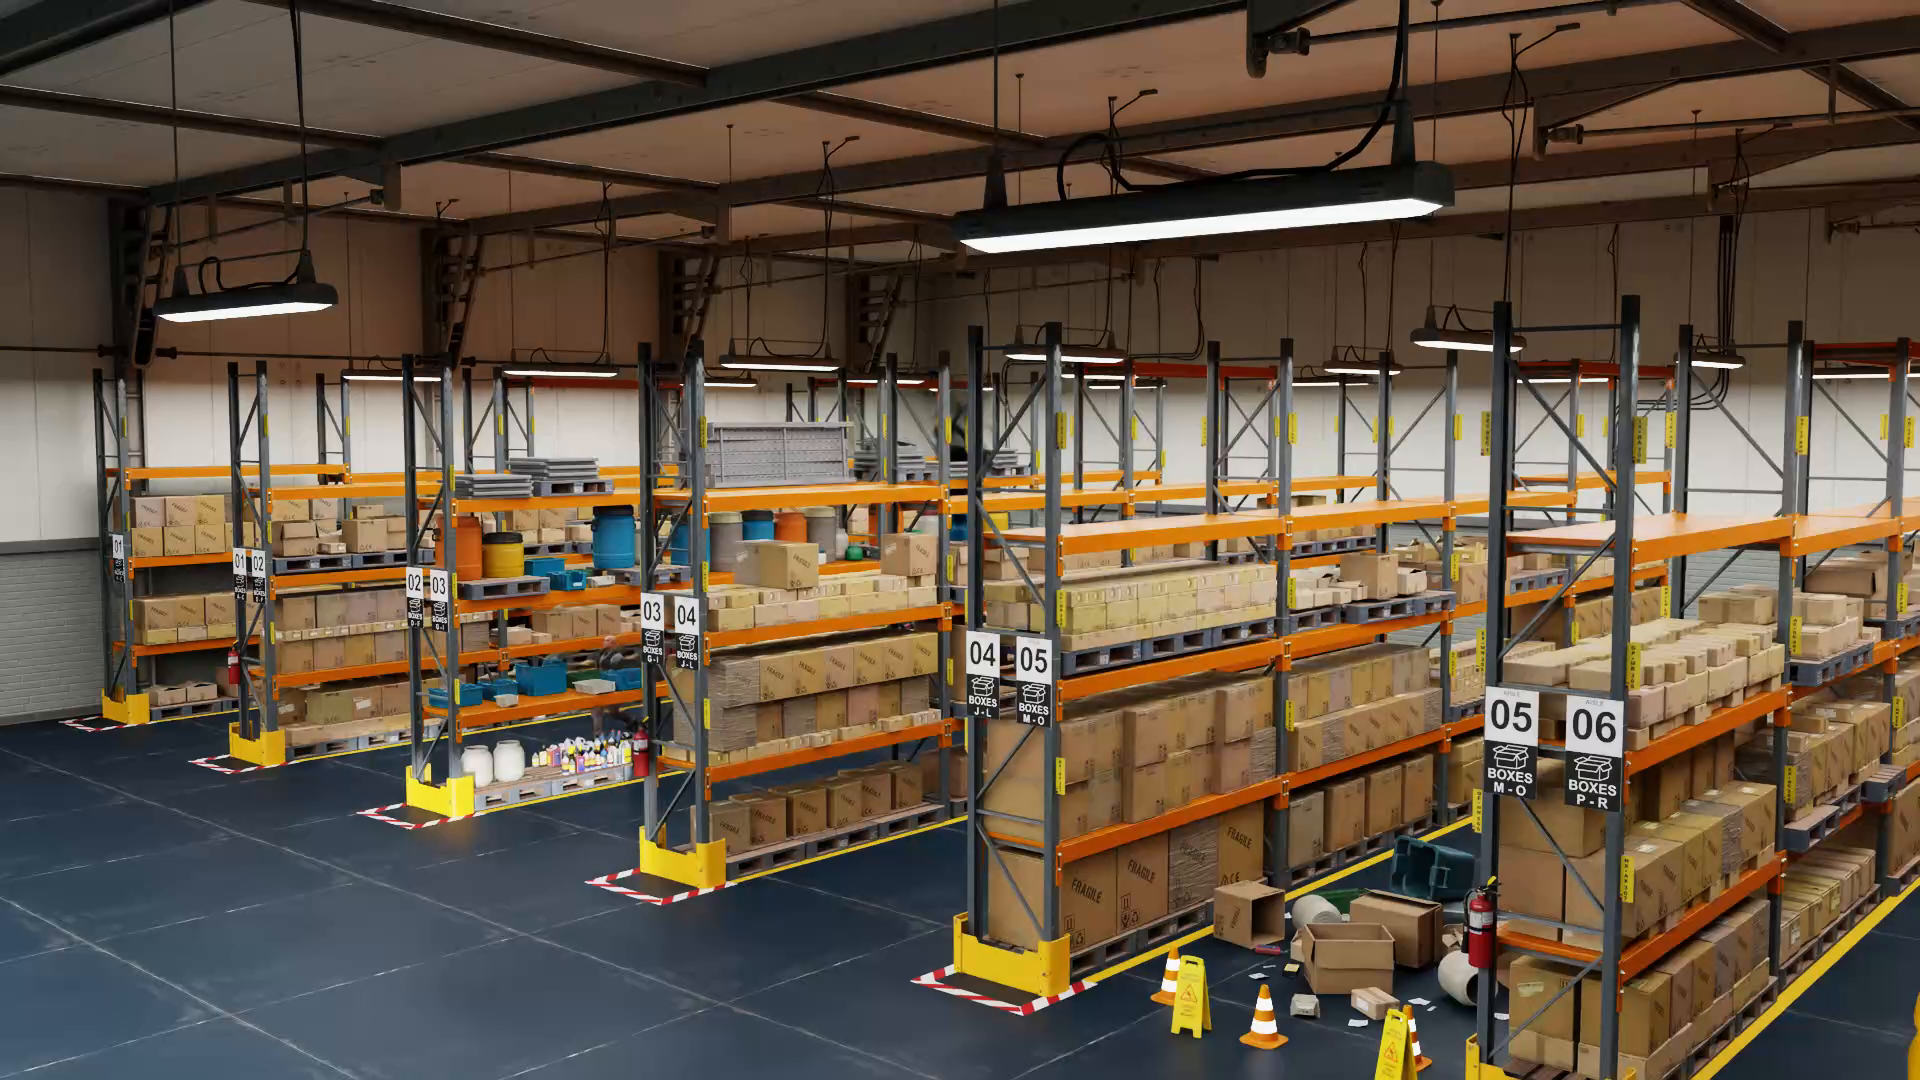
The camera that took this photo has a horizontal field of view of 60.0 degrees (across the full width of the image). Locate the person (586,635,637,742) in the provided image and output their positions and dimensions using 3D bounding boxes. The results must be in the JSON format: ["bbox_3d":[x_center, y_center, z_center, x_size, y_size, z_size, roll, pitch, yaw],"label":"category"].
[{"bbox_3d":[-5.588,2.359,26.493,0.667,1.699,0.915,3,5,37],"label":"person"}]

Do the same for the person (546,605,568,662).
[{"bbox_3d":[-7.597,2.040,31.582,0.616,1.630,0.612,3,5,32],"label":"person"}]
